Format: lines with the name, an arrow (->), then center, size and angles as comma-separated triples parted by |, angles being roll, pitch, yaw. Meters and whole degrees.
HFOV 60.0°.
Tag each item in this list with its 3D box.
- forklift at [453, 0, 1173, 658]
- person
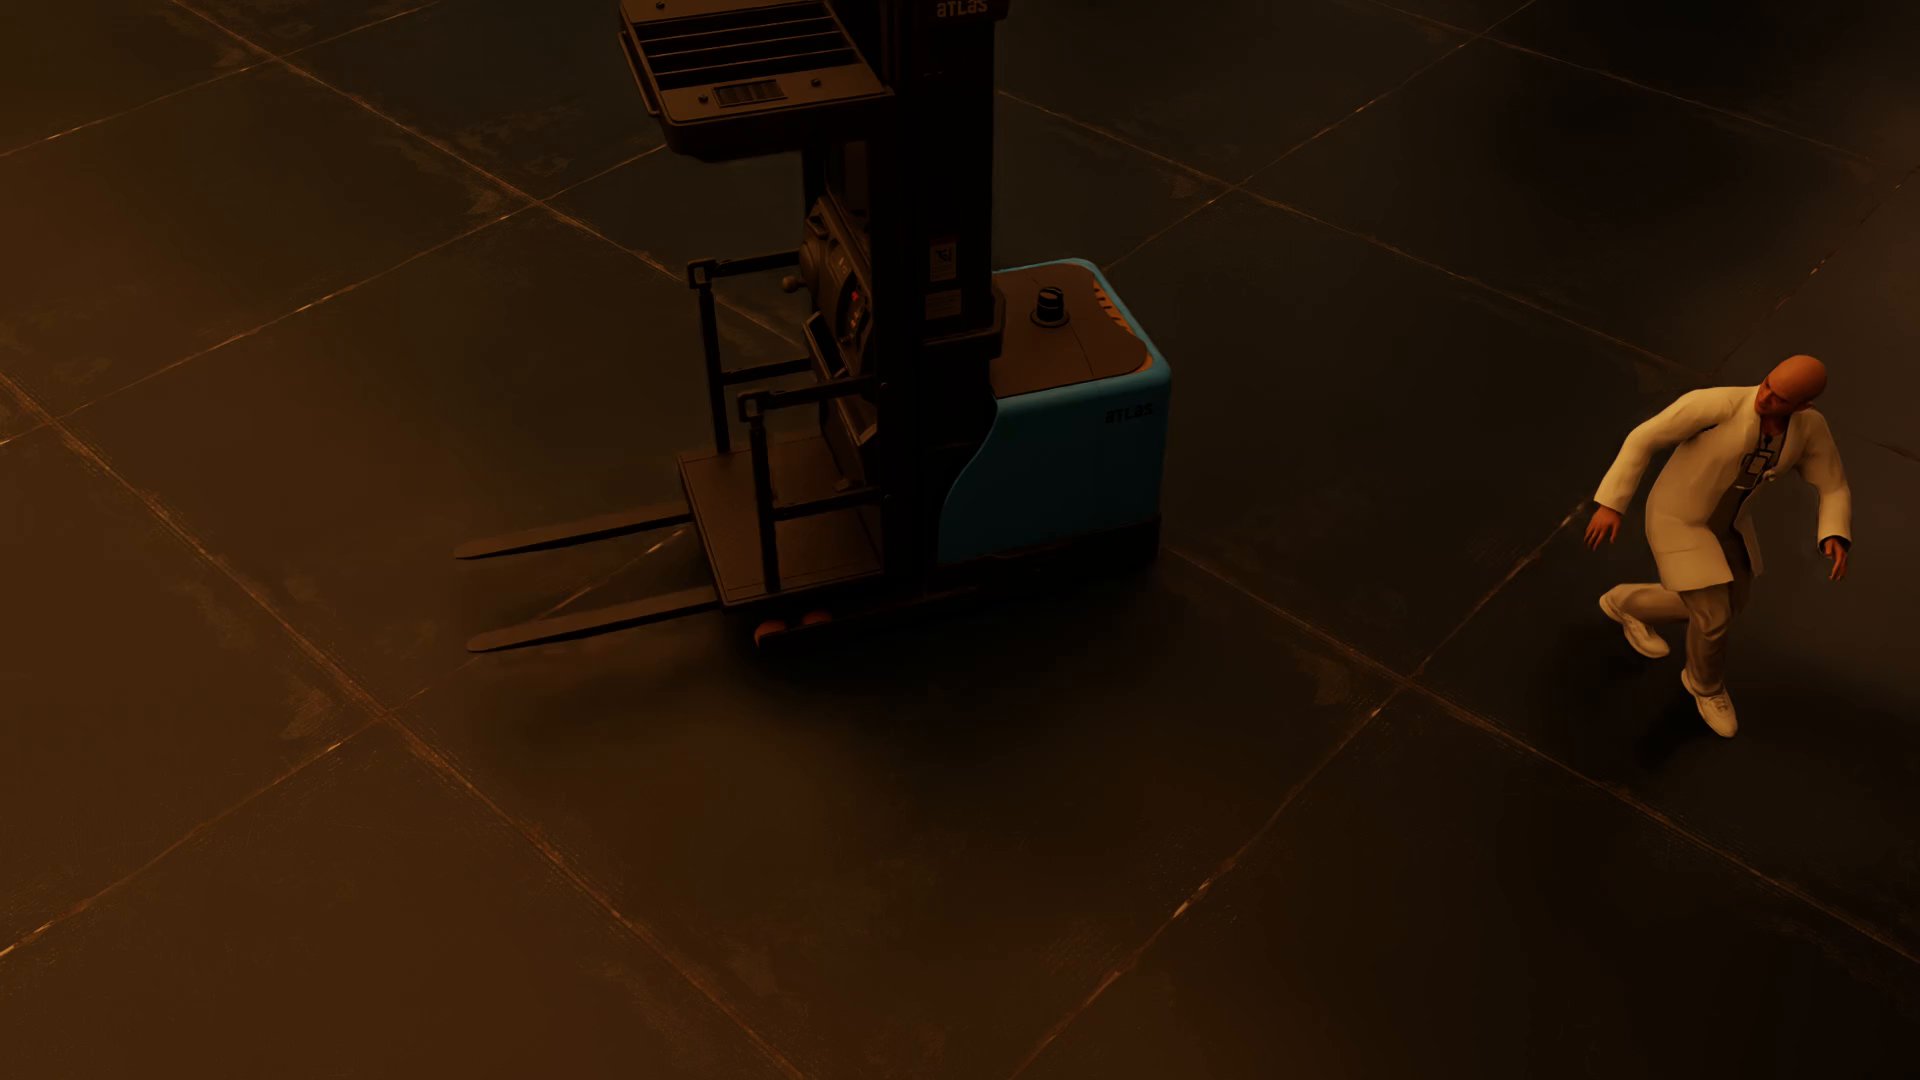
forklift -> -0.677, -0.999, 6.592 | 3.031, 2.935, 1.130 | -12, 42, -14
person -> 2.901, 0.022, 6.436 | 0.912, 1.615, 0.907 | -12, 42, -13
